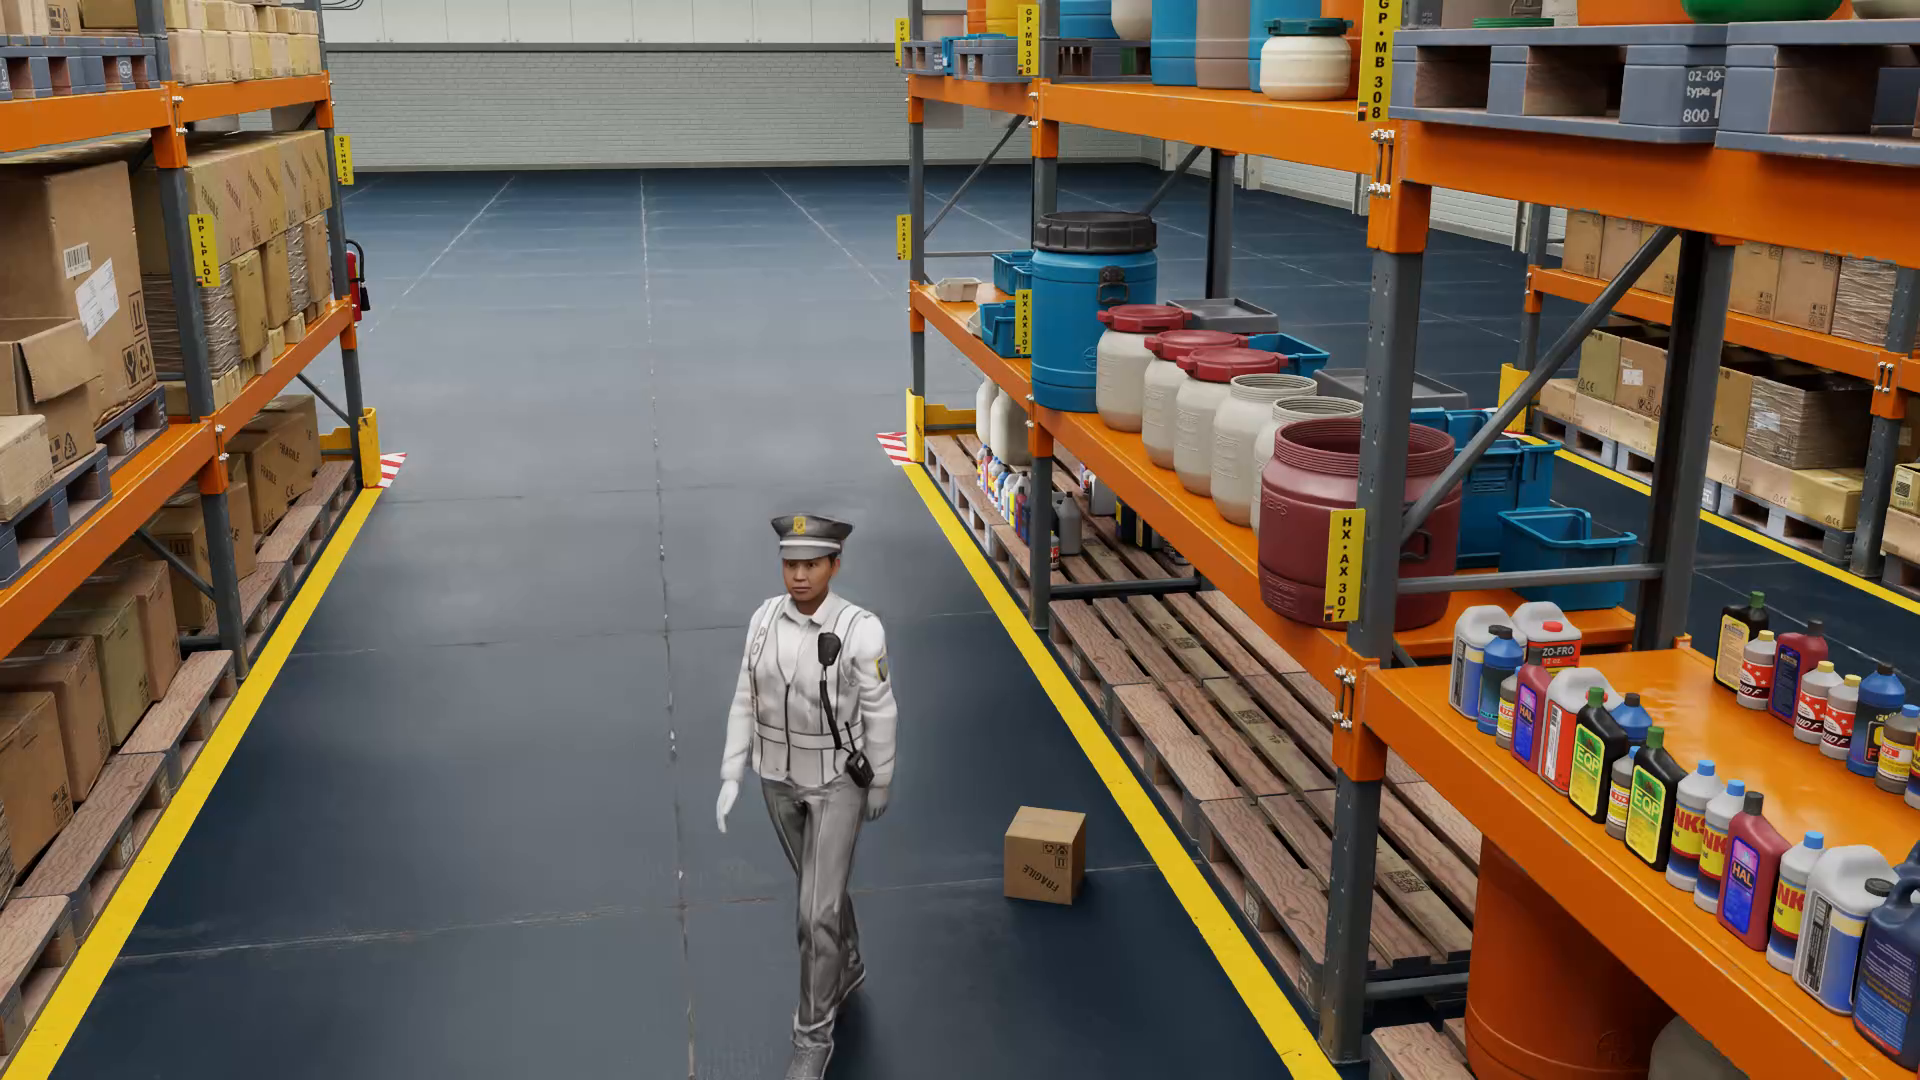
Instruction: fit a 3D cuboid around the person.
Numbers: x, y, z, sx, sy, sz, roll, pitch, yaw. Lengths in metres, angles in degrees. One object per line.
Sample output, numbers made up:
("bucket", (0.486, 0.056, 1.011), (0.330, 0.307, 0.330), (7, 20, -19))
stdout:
("person", (-0.480, 0.760, 4.957), (0.486, 1.735, 0.694), (8, 18, 25))
